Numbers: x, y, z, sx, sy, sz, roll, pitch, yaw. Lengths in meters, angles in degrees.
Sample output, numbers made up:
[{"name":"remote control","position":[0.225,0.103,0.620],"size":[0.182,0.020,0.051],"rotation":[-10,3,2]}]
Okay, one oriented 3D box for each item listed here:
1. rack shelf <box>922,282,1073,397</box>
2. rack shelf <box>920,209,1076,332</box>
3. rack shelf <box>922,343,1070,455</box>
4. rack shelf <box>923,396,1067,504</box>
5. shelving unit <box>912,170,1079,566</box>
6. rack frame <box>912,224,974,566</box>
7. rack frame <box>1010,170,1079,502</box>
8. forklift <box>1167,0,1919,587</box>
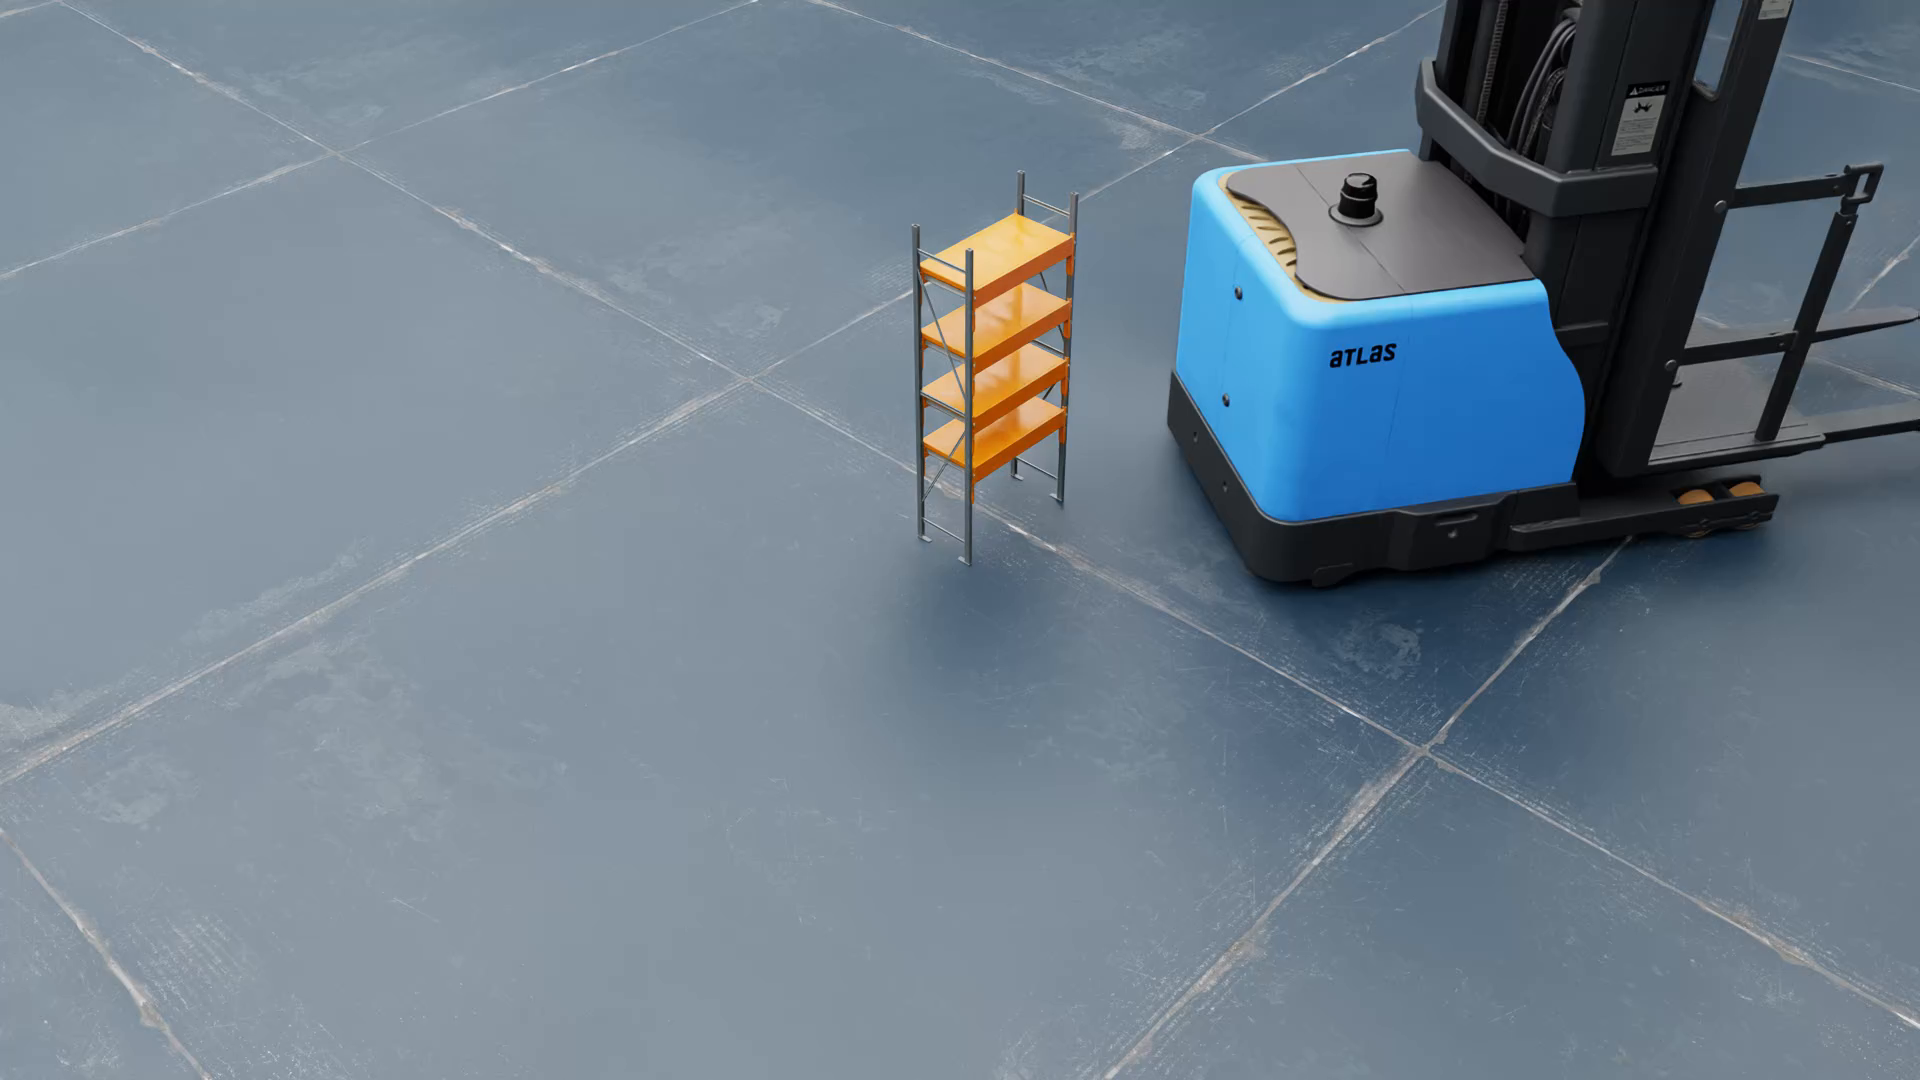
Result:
[{"name":"rack shelf","position":[0.112,-0.668,5.375],"size":[0.258,0.148,0.480],"rotation":[30,47,32]},{"name":"rack shelf","position":[0.112,-0.853,5.228],"size":[0.258,0.148,0.480],"rotation":[30,47,32]},{"name":"rack shelf","position":[0.112,-0.493,5.514],"size":[0.258,0.148,0.480],"rotation":[30,47,32]},{"name":"rack shelf","position":[0.112,-0.338,5.638],"size":[0.258,0.148,0.480],"rotation":[30,47,32]},{"name":"shelving unit","position":[0.112,-0.546,5.472],"size":[0.258,1.200,0.503],"rotation":[30,47,32]},{"name":"rack frame","position":[-0.053,-0.434,5.331],"size":[0.240,1.200,0.015],"rotation":[30,47,32]},{"name":"rack frame","position":[0.276,-0.658,5.613],"size":[0.240,1.200,0.015],"rotation":[30,47,32]},{"name":"forklift","position":[2.341,-1.469,5.242],"size":[3.031,2.935,1.130],"rotation":[-8,39,-10]}]
